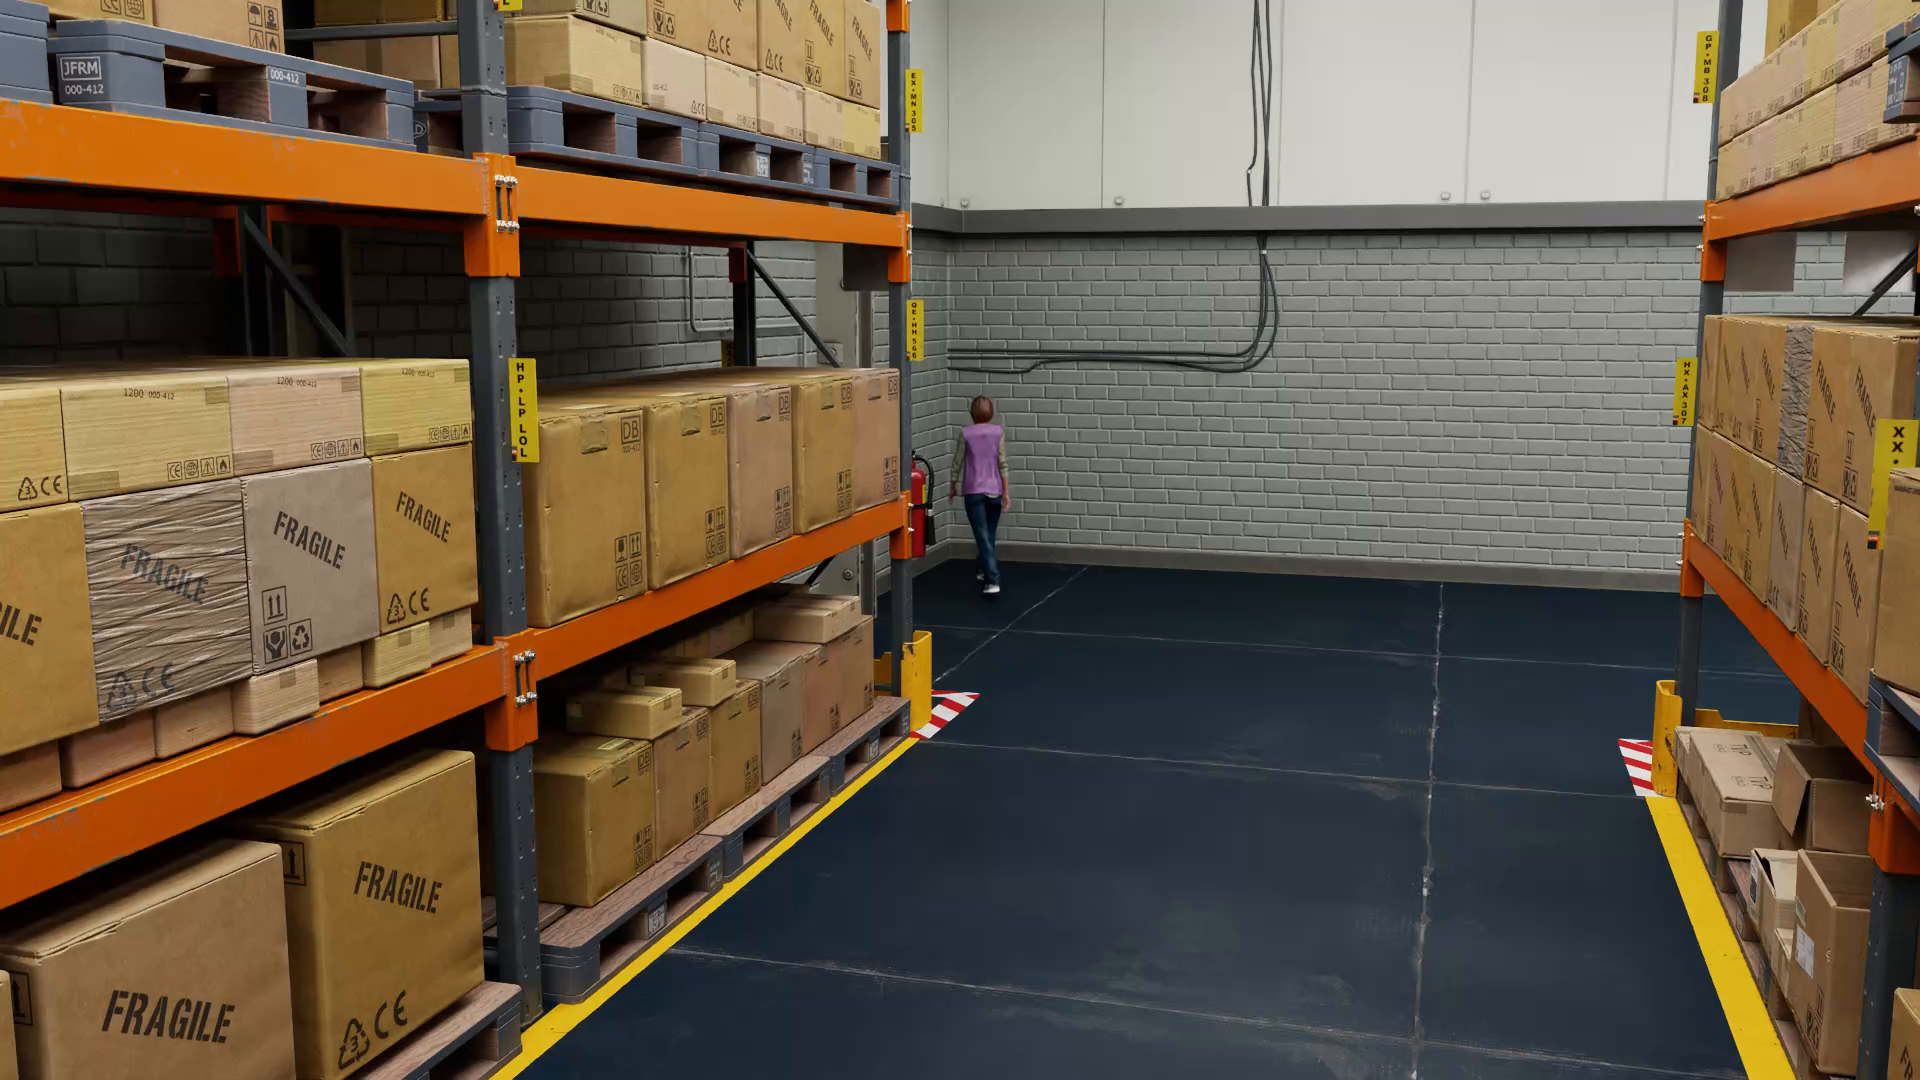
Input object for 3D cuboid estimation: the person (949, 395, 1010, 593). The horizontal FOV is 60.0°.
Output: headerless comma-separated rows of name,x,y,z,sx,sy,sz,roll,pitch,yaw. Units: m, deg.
person,0.140,-0.380,13.299,0.440,1.555,0.894,-2,9,-14
